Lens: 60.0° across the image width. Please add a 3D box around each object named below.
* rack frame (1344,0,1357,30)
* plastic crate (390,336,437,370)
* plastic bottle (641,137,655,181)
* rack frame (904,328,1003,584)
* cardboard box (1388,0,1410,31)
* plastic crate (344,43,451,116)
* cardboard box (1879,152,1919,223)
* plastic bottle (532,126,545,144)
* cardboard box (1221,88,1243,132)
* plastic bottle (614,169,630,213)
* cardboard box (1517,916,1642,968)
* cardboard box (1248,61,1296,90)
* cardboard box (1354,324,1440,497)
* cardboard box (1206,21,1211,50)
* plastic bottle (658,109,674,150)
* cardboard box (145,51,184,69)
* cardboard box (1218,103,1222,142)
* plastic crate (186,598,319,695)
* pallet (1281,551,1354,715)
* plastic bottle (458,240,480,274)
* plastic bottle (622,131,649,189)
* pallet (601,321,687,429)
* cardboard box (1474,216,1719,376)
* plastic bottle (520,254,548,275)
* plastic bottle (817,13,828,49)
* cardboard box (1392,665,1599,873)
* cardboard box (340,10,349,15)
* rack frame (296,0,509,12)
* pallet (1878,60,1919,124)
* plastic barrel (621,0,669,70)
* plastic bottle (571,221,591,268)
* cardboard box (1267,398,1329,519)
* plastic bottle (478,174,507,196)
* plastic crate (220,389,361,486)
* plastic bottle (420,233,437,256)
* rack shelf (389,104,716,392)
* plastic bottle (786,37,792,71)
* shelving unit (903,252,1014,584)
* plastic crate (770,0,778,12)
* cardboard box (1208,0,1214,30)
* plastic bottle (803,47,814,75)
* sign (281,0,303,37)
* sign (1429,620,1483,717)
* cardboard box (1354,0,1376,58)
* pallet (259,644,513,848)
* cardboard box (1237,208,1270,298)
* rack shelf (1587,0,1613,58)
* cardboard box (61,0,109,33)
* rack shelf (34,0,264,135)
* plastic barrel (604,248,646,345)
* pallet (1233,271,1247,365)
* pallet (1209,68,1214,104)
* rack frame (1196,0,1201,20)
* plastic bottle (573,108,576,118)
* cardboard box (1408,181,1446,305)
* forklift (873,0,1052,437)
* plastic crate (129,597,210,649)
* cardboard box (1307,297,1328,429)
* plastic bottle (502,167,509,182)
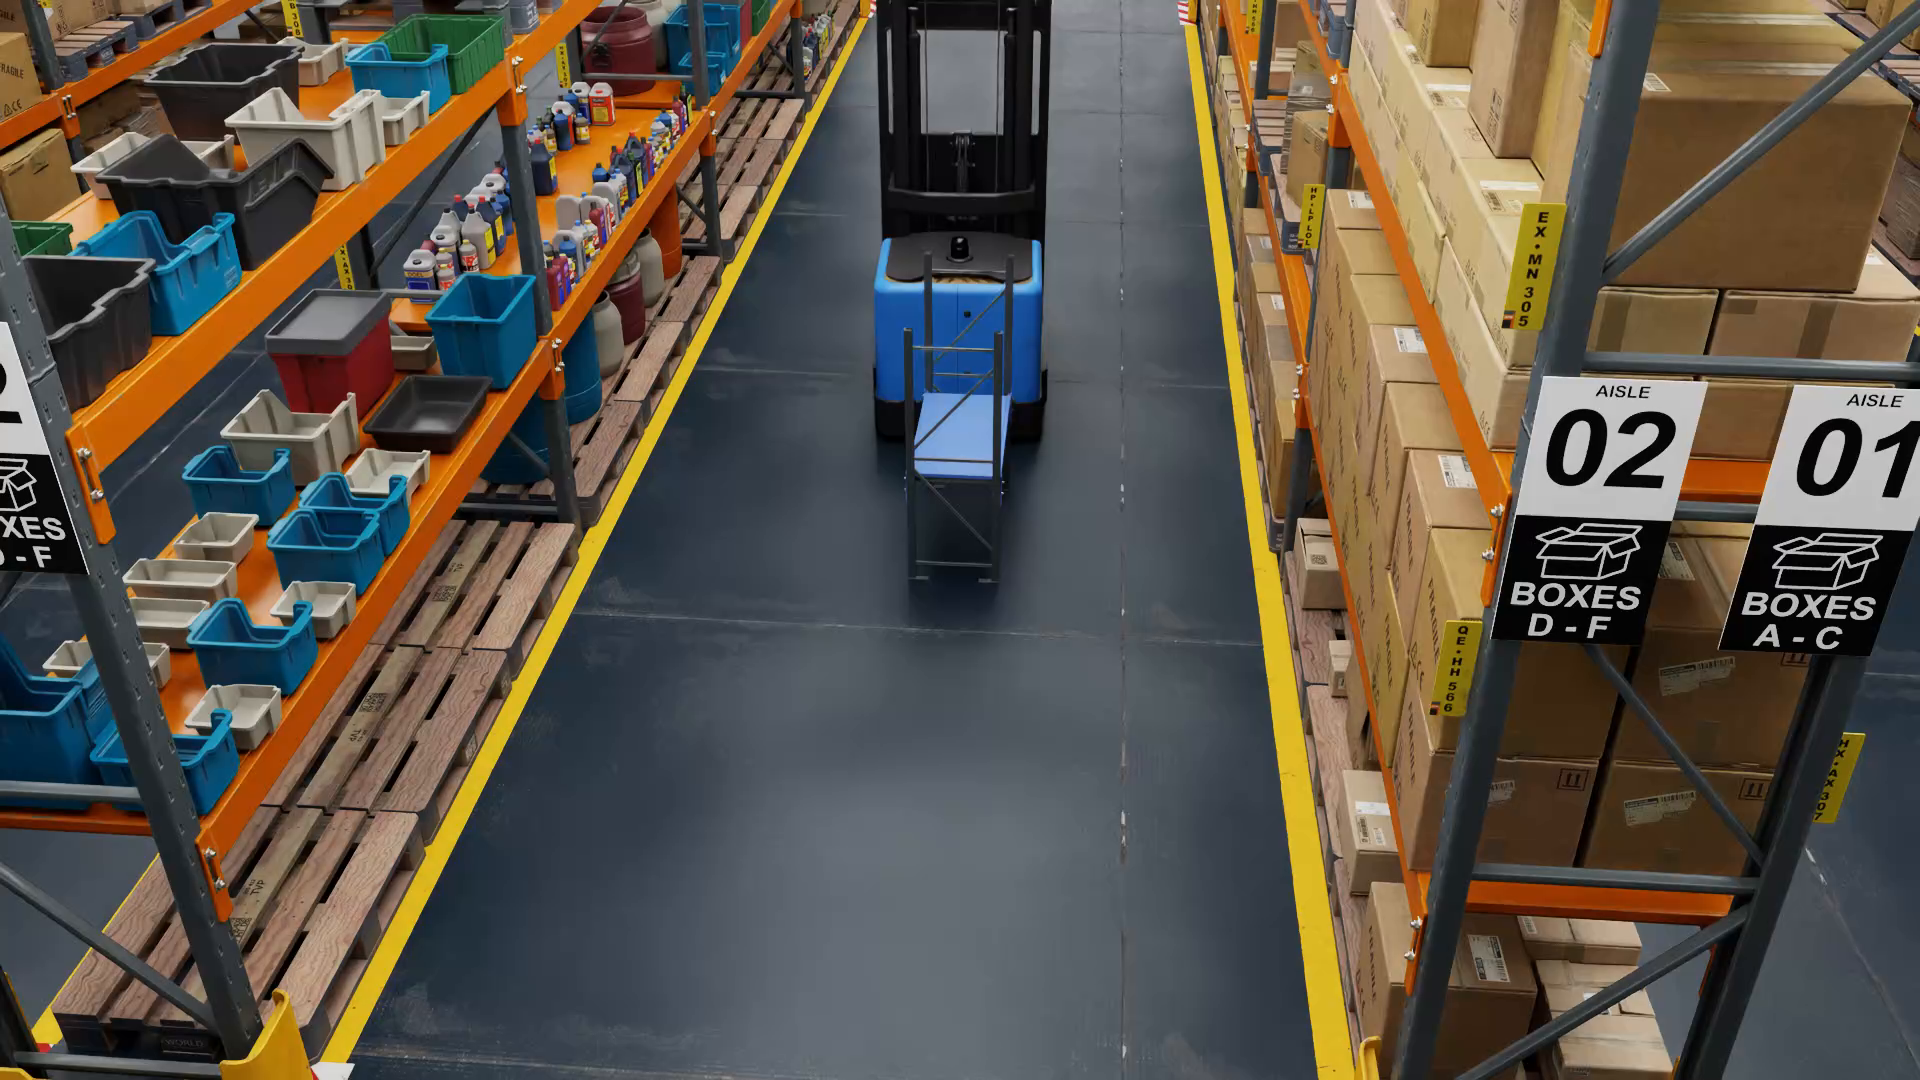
[{"bbox_3d":[2.271,-3.620,6.827,1.000,3.000,0.127,2,32,4],"label":"rack frame"},{"bbox_3d":[-2.846,-0.956,8.416,0.396,0.136,0.243,2,32,4],"label":"plastic crate"},{"bbox_3d":[-2.041,-2.494,10.829,0.061,0.283,0.133,2,32,4],"label":"plastic bottle"},{"bbox_3d":[-0.034,-0.417,8.778,0.500,1.500,0.032,2,32,4],"label":"rack frame"},{"bbox_3d":[2.087,-2.300,6.496,0.700,0.500,0.500,2,32,4],"label":"cardboard box"},{"bbox_3d":[-2.422,-1.996,7.210,0.416,0.233,0.300,2,32,4],"label":"plastic crate"},{"bbox_3d":[7.698,-2.714,13.039,0.700,0.500,0.500,2,32,4],"label":"cardboard box"},{"bbox_3d":[-2.802,-2.612,11.032,0.097,0.271,0.097,0,32,0],"label":"plastic bottle"},{"bbox_3d":[2.553,-3.758,14.456,0.500,0.311,0.500,1,32,2],"label":"cardboard box"},{"bbox_3d":[-2.110,-2.166,10.309,0.097,0.271,0.097,0,32,0],"label":"plastic bottle"},{"bbox_3d":[2.313,1.475,6.479,0.500,0.250,0.500,2,32,4],"label":"cardboard box"},{"bbox_3d":[2.394,-3.533,12.643,0.380,0.149,0.250,2,32,4],"label":"cardboard box"},{"bbox_3d":[1.827,-0.491,6.420,0.500,0.500,0.500,3,32,6],"label":"cardboard box"},{"bbox_3d":[2.858,-5.294,17.482,0.500,0.250,0.500,2,32,4],"label":"cardboard box"},{"bbox_3d":[-2.010,-2.805,11.345,0.097,0.271,0.097,0,32,0],"label":"plastic bottle"},{"bbox_3d":[-7.080,-4.229,15.496,0.700,0.500,0.500,2,32,4],"label":"cardboard box"},{"bbox_3d":[2.599,-3.790,15.041,0.500,0.250,0.500,3,32,5],"label":"cardboard box"},{"bbox_3d":[-2.590,0.399,6.127,0.416,0.233,0.300,2,32,4],"label":"plastic crate"},{"bbox_3d":[2.214,0.480,8.550,1.003,0.211,1.213,2,32,4],"label":"pallet"},{"bbox_3d":[-2.801,-1.610,9.474,0.097,0.201,0.097,0,32,0],"label":"plastic bottle"},{"bbox_3d":[-2.096,-2.441,10.680,0.144,0.351,0.185,2,32,4],"label":"plastic bottle"},{"bbox_3d":[-2.465,-1.134,11.169,1.003,0.211,1.213,2,32,4],"label":"pallet"},{"bbox_3d":[1.733,-0.680,4.582,0.500,0.250,0.500,2,32,4],"label":"cardboard box"},{"bbox_3d":[-2.311,-1.450,9.071,0.144,0.351,0.185,2,32,4],"label":"plastic bottle"},{"bbox_3d":[-1.470,-5.345,17.450,0.144,0.351,0.185,4,32,6],"label":"plastic bottle"},{"bbox_3d":[1.710,0.737,5.380,0.500,0.500,0.500,3,32,5],"label":"cardboard box"},{"bbox_3d":[-6.867,-5.624,17.780,0.500,0.500,0.500,0,32,0],"label":"cardboard box"},{"bbox_3d":[-2.666,-3.834,7.174,1.000,3.000,0.127,2,32,4],"label":"rack frame"},{"bbox_3d":[7.486,-3.243,12.117,1.213,0.211,1.003,2,32,4],"label":"pallet"},{"bbox_3d":[-2.469,-3.966,13.000,0.421,0.512,0.421,0,32,0],"label":"plastic barrel"},{"bbox_3d":[-2.182,-1.701,9.555,0.097,0.271,0.097,0,32,0],"label":"plastic bottle"},{"bbox_3d":[2.025,-0.459,9.380,0.500,0.500,0.500,2,32,4],"label":"cardboard box"},{"bbox_3d":[-2.855,-2.093,10.186,0.152,0.276,0.135,2,32,4],"label":"plastic bottle"},{"bbox_3d":[-2.974,-0.464,7.480,0.437,0.282,0.530,2,32,4],"label":"plastic crate"},{"bbox_3d":[-2.983,-1.573,9.334,0.061,0.283,0.133,2,32,4],"label":"plastic bottle"},{"bbox_3d":[-2.503,-2.019,10.633,1.077,0.370,4.000,2,32,4],"label":"rack shelf"},{"bbox_3d":[-1.679,-4.933,16.781,0.144,0.351,0.185,2,32,4],"label":"plastic bottle"},{"bbox_3d":[0.007,-0.683,9.209,0.538,1.500,1.048,2,32,4],"label":"shelving unit"},{"bbox_3d":[-1.794,-4.866,14.582,0.392,0.384,0.575,2,32,4],"label":"plastic crate"},{"bbox_3d":[2.857,-5.613,17.285,0.500,0.500,0.500,2,32,4],"label":"cardboard box"},{"bbox_3d":[-1.553,-4.809,16.651,0.152,0.276,0.135,4,32,6],"label":"plastic bottle"},{"bbox_3d":[-3.214,-2.585,7.998,0.100,0.325,0.005,2,32,4],"label":"sign"},{"bbox_3d":[1.393,0.364,4.676,0.100,0.325,0.005,2,32,4],"label":"sign"},{"bbox_3d":[1.983,-2.248,7.127,0.500,0.250,0.500,2,32,4],"label":"cardboard box"},{"bbox_3d":[-2.784,0.933,7.814,1.003,0.211,1.213,2,32,4],"label":"pallet"},{"bbox_3d":[2.274,-2.055,11.969,0.500,0.500,0.500,4,32,6],"label":"cardboard box"},{"bbox_3d":[2.108,-2.266,5.320,1.077,0.370,4.000,2,32,4],"label":"rack shelf"},{"bbox_3d":[-7.327,-4.384,13.290,0.700,0.500,0.500,7,32,11],"label":"cardboard box"},{"bbox_3d":[-7.114,-4.322,14.370,1.077,0.370,4.000,2,32,4],"label":"rack shelf"},{"bbox_3d":[-2.455,-1.676,11.289,0.600,0.588,0.708,2,32,4],"label":"plastic barrel"},{"bbox_3d":[2.498,-1.582,11.896,1.003,0.211,1.213,2,32,4],"label":"pallet"},{"bbox_3d":[3.028,-4.476,16.592,1.003,0.211,1.213,2,32,4],"label":"pallet"},{"bbox_3d":[3.248,-7.341,18.583,1.000,3.000,0.127,2,32,4],"label":"rack frame"},{"bbox_3d":[-2.742,-2.964,11.670,0.097,0.201,0.097,0,32,0],"label":"plastic bottle"},{"bbox_3d":[1.803,-0.990,5.562,0.500,0.250,0.500,2,32,4],"label":"cardboard box"},{"bbox_3d":[0.032,-2.631,11.005,1.130,2.935,3.031,1,32,1],"label":"forklift"},{"bbox_3d":[-3.068,0.314,6.356,0.396,0.136,0.243,2,32,4],"label":"plastic crate"},{"bbox_3d":[1.958,-0.854,7.961,0.500,0.500,0.500,3,32,5],"label":"cardboard box"},{"bbox_3d":[-2.802,-2.220,10.396,0.097,0.271,0.097,0,32,0],"label":"plastic bottle"}]
